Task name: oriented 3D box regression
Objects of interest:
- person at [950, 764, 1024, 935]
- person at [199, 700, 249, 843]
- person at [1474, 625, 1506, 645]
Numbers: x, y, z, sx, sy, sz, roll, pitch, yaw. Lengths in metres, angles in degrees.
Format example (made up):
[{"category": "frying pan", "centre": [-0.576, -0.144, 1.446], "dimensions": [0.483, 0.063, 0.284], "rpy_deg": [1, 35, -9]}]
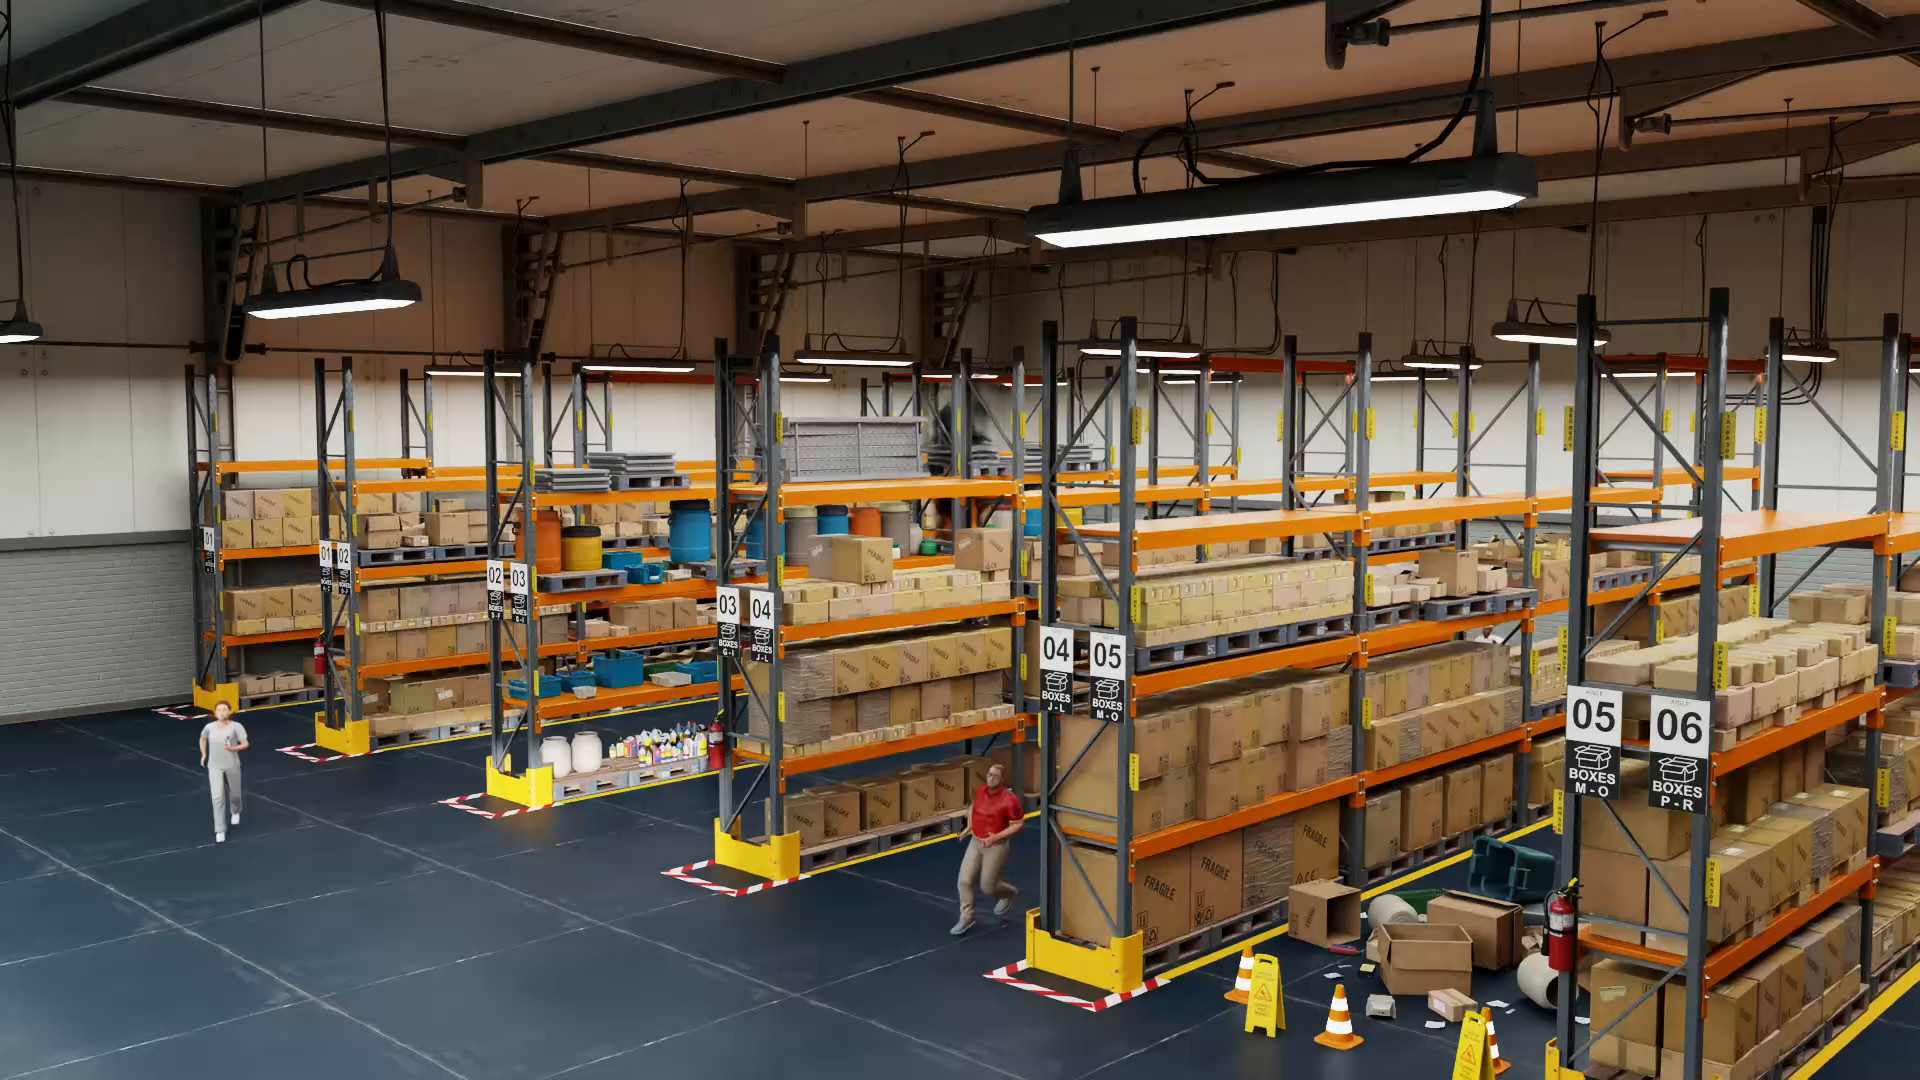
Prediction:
[{"category": "person", "centre": [0.334, 3.070, 16.609], "dimensions": [0.702, 1.708, 0.814], "rpy_deg": [4, 6, 39]}, {"category": "person", "centre": [-8.945, 2.785, 20.218], "dimensions": [0.570, 1.607, 0.960], "rpy_deg": [-1, 5, -19]}, {"category": "person", "centre": [8.862, 2.204, 27.904], "dimensions": [0.607, 1.754, 0.634], "rpy_deg": [4, 6, 39]}]
